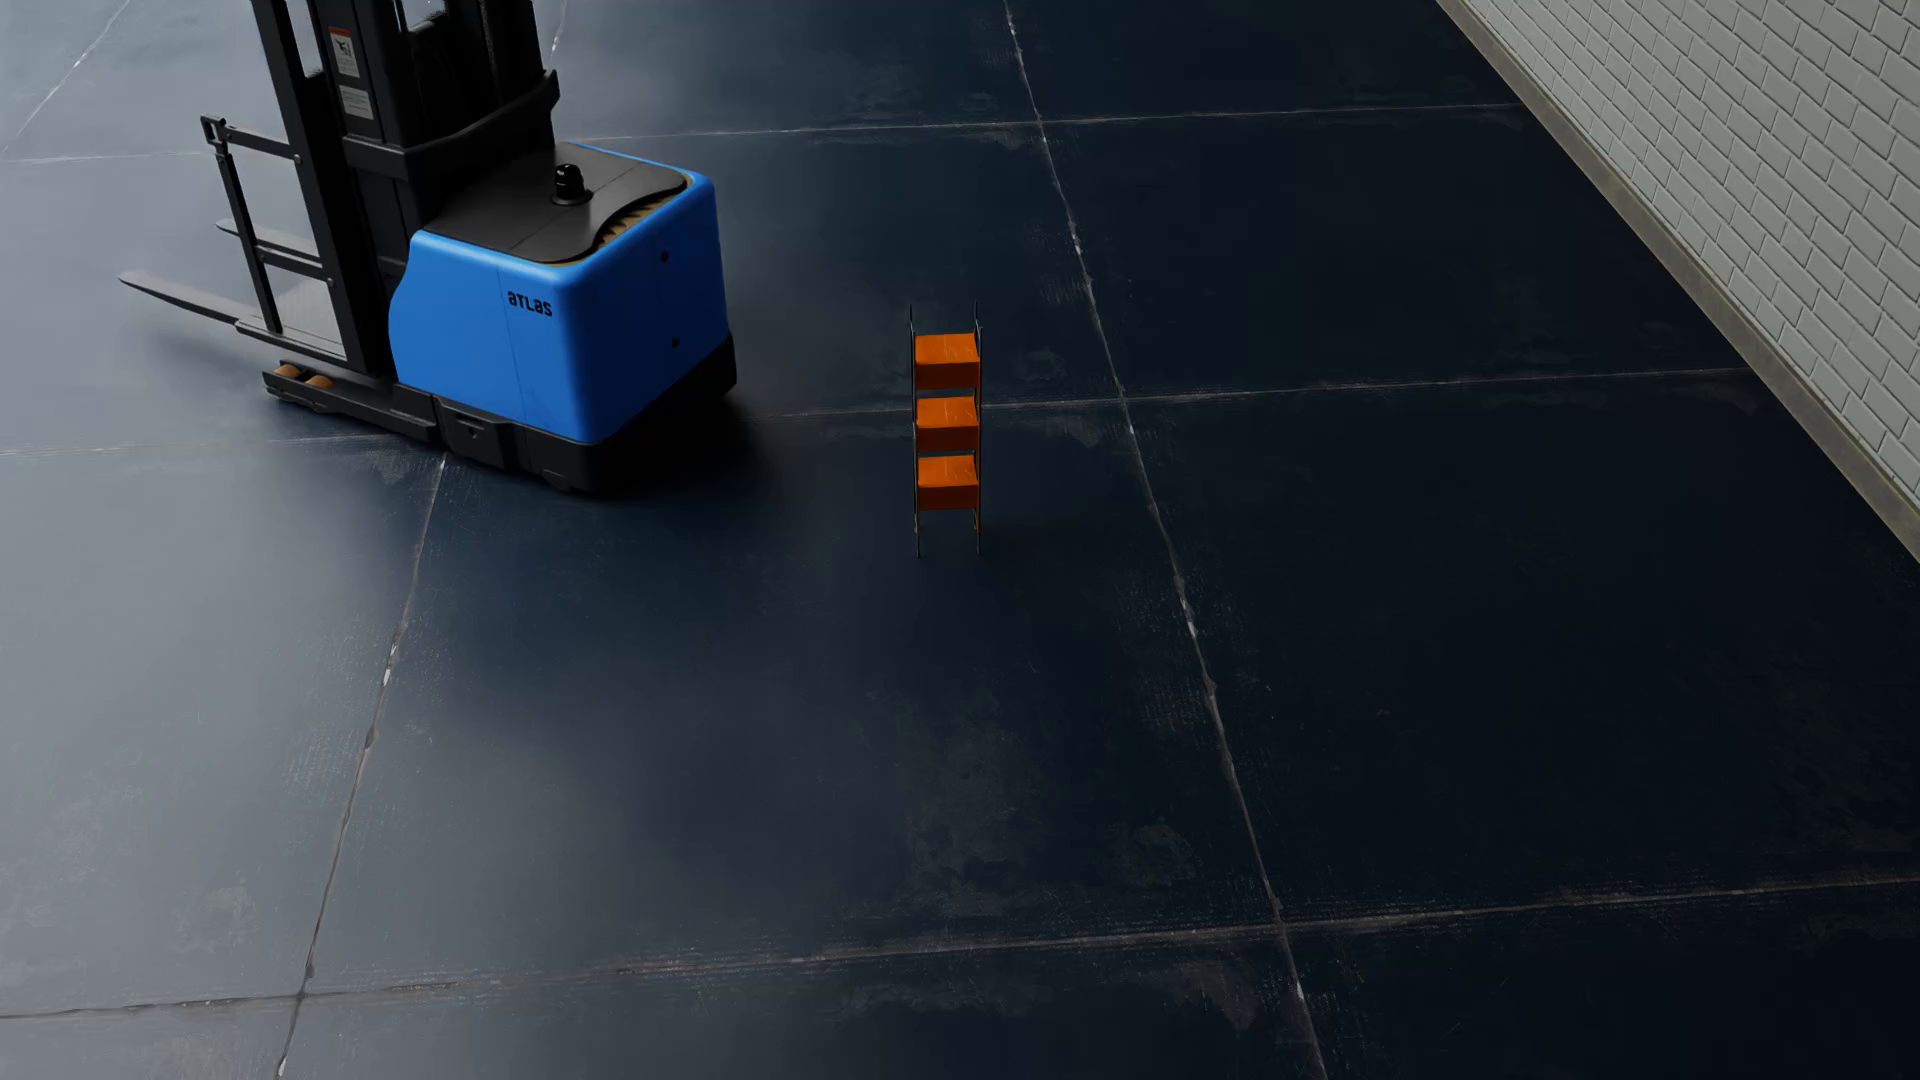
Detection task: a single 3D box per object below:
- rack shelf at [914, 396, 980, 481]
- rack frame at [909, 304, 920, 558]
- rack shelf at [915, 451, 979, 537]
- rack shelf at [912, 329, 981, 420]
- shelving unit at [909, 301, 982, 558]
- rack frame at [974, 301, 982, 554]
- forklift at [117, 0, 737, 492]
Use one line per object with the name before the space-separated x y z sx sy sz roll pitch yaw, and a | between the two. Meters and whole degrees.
rack shelf | -0.053 -0.401 6.428 0.240 0.259 0.215 -3 38 -4
rack frame | -0.175 -0.403 6.413 0.008 1.050 0.200 -3 38 -4
rack shelf | -0.053 -0.183 6.600 0.240 0.259 0.215 -3 38 -4
rack shelf | -0.053 -0.624 6.252 0.240 0.259 0.215 -3 38 -4
shelving unit | -0.053 -0.409 6.421 0.252 1.050 0.215 -3 38 -4
rack frame | 0.068 -0.416 6.430 0.008 1.050 0.200 -3 38 -4
forklift | -2.560 -1.991 6.907 3.031 2.935 1.130 18 42 21
